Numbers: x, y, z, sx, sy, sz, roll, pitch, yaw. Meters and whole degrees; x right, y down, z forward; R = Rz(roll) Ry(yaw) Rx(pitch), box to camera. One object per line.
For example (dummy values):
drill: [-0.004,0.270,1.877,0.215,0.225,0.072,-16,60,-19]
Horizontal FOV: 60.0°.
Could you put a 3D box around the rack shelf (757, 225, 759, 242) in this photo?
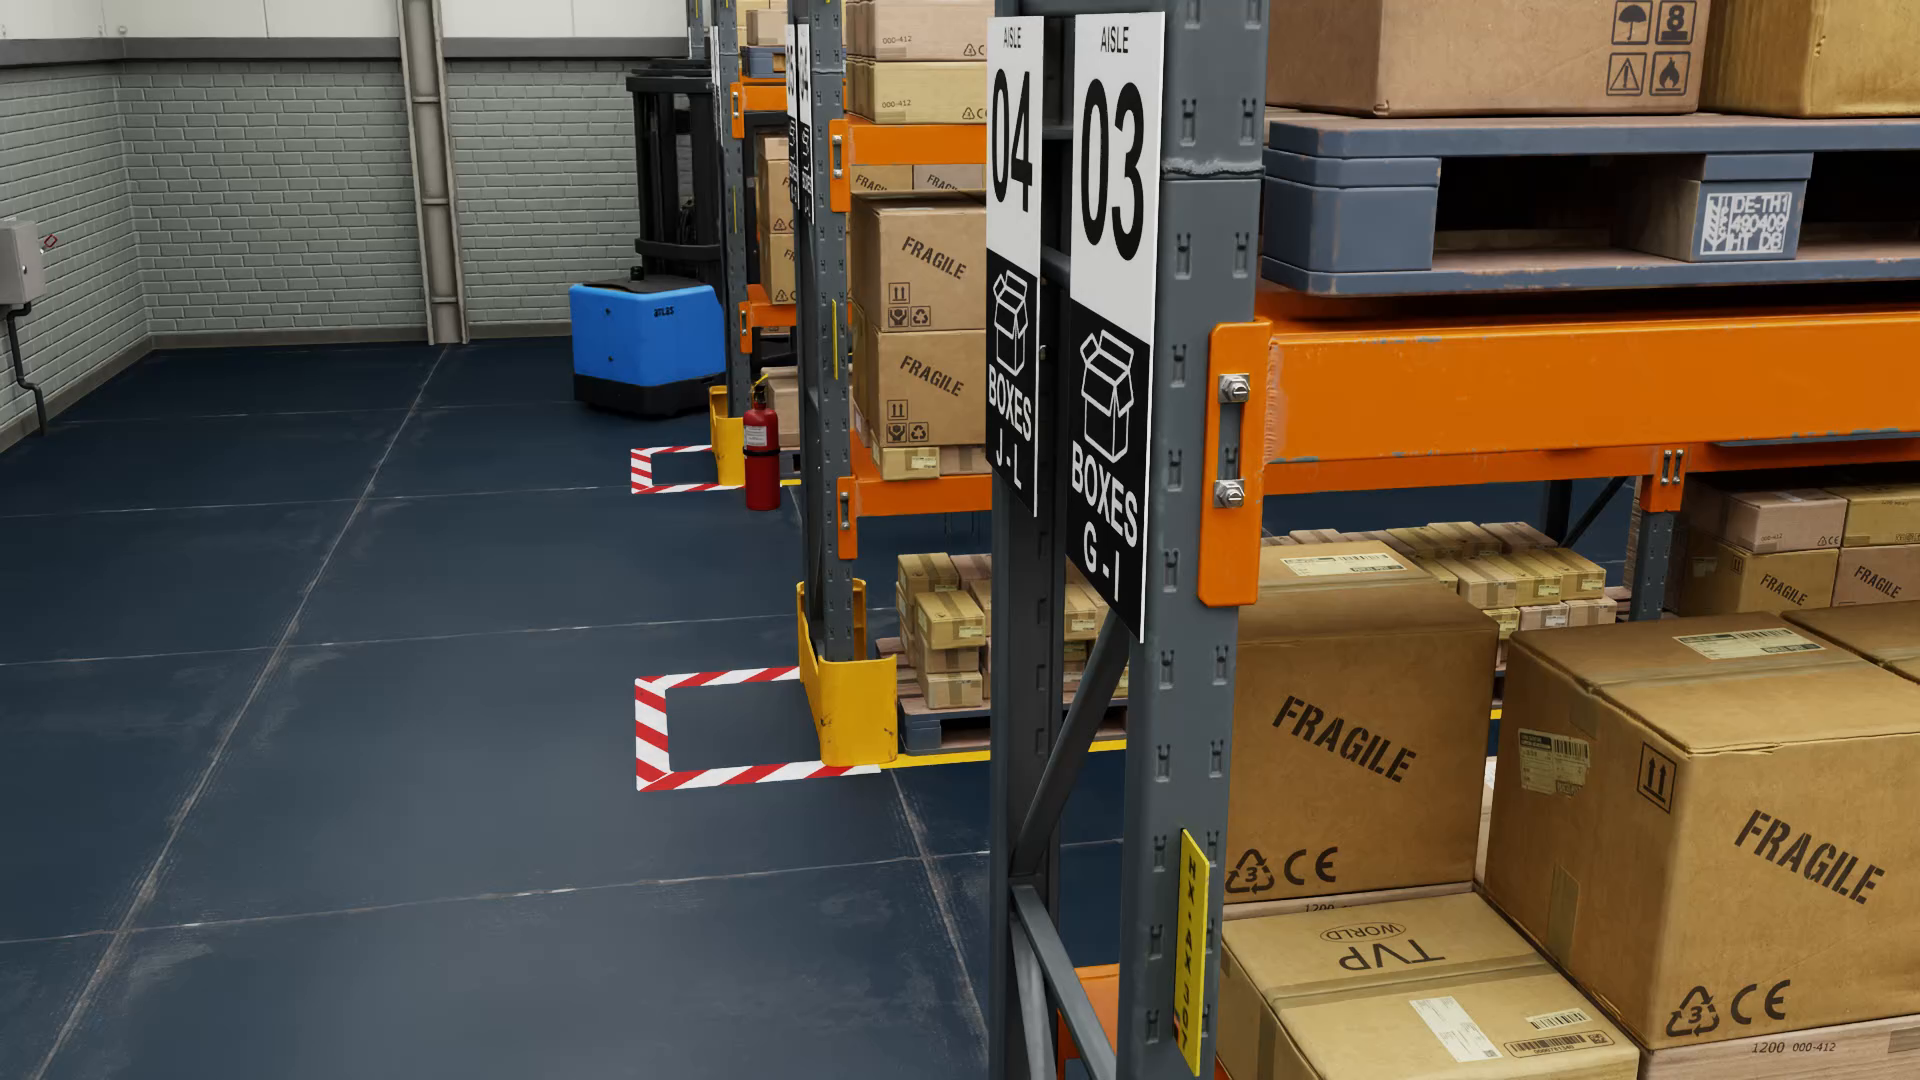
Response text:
rack shelf: [-0.647,-3.201,17.351,4.000,0.370,1.077,-3,17,-10]

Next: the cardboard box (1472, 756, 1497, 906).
cardboard box: [1.138,0.652,3.330,0.500,0.250,0.500,-4,17,-11]

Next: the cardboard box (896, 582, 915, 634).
cardboard box: [-0.163,0.327,8.274,0.250,0.149,0.380,-4,17,-12]

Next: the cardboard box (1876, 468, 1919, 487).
cardboard box: [5.100,-0.191,8.591,0.500,0.250,0.500,-3,17,-8]

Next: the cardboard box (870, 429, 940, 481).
cardboard box: [-0.247,-0.385,7.385,0.250,0.149,0.380,-3,17,-11]

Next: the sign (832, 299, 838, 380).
sign: [-0.524,-0.839,6.960,0.005,0.325,0.100,-3,17,-10]

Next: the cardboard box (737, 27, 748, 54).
cardboard box: [-2.123,-4.884,16.244,0.500,0.250,0.500,-3,17,-11]

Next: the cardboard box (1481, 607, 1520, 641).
cardboard box: [2.528,0.363,8.154,0.250,0.149,0.380,-4,17,-12]

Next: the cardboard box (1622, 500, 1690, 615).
cardboard box: [3.979,0.076,8.998,0.500,0.500,0.500,-4,17,-11]

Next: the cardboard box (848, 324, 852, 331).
cardboard box: [-1.146,-2.483,17.328,0.500,0.500,0.700,-3,17,-8]

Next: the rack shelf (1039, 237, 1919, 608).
rack shelf: [2.178,-0.348,2.951,4.000,0.370,1.077,-3,17,-10]

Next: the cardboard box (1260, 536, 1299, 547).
cardboard box: [1.633,0.110,8.472,0.250,0.149,0.380,-4,18,-13]

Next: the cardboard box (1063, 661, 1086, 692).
cardboard box: [0.432,0.589,7.924,0.250,0.149,0.380,-3,17,-10]

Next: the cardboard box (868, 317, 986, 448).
cardboard box: [-0.134,-0.717,7.360,0.500,0.500,0.500,-2,17,-8]

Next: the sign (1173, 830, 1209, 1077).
sign: [0.314,0.562,2.262,0.005,0.325,0.100,-3,17,-10]

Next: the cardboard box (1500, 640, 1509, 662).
cardboard box: [2.709,0.468,8.319,0.250,0.149,0.380,-3,17,-9]

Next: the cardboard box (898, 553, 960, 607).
cardboard box: [-0.156,0.193,8.200,0.250,0.149,0.380,-3,17,-10]

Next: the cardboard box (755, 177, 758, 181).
cardboard box: [-2.210,-3.606,17.193,0.500,0.250,0.500,-3,17,-9]

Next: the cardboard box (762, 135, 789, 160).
cardboard box: [-1.265,-2.779,11.772,0.250,0.149,0.380,-3,17,-9]

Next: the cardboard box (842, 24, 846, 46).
cardboard box: [-0.844,-3.663,12.062,0.250,0.149,0.380,-5,18,-15]

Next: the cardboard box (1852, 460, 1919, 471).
cardboard box: [5.007,-0.341,9.080,0.500,0.250,0.500,-4,18,-13]

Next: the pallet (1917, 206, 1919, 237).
pallet: [2.141,-0.651,2.865,1.213,0.211,1.003,-3,17,-10]

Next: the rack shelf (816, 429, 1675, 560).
rack shelf: [1.336,-0.349,8.065,4.000,0.370,1.077,-3,17,-10]

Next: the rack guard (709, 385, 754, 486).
rack guard: [-1.689,-0.807,12.587,0.348,0.500,1.175,-3,17,-10]

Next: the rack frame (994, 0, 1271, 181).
rack frame: [0.214,-2.014,2.042,0.127,3.000,1.000,-3,17,-10]

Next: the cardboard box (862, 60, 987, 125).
cardboard box: [-0.138,-1.895,7.020,0.500,0.250,0.500,-3,17,-8]

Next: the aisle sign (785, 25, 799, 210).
aisle sign: [-0.756,-1.907,7.483,0.004,0.787,0.394,-3,17,-10]

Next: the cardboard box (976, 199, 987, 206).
cardboard box: [0.358,-1.228,7.321,0.500,0.500,0.500,-3,17,-9]

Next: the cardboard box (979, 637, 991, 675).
cardboard box: [0.215,0.484,7.761,0.250,0.149,0.380,-3,17,-11]

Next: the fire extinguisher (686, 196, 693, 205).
fire extinguisher: [-2.668,-3.077,16.488,0.183,0.674,0.296,-3,17,-10]

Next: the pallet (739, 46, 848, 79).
pallet: [-0.939,-3.439,11.941,1.213,0.211,1.003,-3,17,-10]

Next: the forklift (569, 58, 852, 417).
forklift: [-2.068,-2.817,14.992,1.130,2.935,3.031,13,21,37]

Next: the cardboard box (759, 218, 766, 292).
cardboard box: [-1.242,-2.154,12.546,0.500,0.500,0.500,-3,17,-10]

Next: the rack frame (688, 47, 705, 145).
rack frame: [-2.611,-3.434,16.882,0.127,3.000,1.000,-3,17,-10]

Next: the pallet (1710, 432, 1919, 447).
pallet: [4.078,-0.713,8.352,1.213,0.211,1.003,-3,17,-10]

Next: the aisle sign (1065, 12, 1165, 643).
aisle sign: [0.201,-0.298,2.247,0.004,0.787,0.394,-3,17,-10]

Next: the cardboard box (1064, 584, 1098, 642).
cardboard box: [0.471,0.338,7.731,0.250,0.149,0.380,-3,17,-11]

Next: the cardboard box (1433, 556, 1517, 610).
cardboard box: [2.514,0.210,8.147,0.250,0.149,0.380,-3,17,-11]

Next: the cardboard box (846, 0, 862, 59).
cardboard box: [-0.223,-2.282,7.427,0.500,0.250,0.500,-4,17,-12]

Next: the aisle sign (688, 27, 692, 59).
aisle sign: [-2.622,-4.588,16.213,0.004,0.787,0.394,-3,17,-10]

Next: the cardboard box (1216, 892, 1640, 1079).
cardboard box: [0.737,0.834,2.735,0.500,0.250,0.500,-4,17,-12]

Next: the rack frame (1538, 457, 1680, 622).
rack frame: [3.300,-0.804,8.322,0.127,3.000,1.000,-3,17,-10]

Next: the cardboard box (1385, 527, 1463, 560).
cardboard box: [2.402,0.059,8.637,0.250,0.149,0.380,-3,17,-11]

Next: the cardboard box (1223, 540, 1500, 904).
cardboard box: [0.643,0.322,3.126,0.500,0.500,0.500,-3,17,-10]

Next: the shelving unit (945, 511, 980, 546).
shelving unit: [0.014,-0.574,10.638,0.189,1.200,0.258,-3,17,-10]

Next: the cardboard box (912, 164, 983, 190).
cardboard box: [-0.130,-2.535,12.083,0.500,0.500,0.500,-3,17,-11]

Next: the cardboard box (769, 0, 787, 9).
cardboard box: [-1.625,-5.152,16.266,0.500,0.250,0.500,-3,17,-11]
